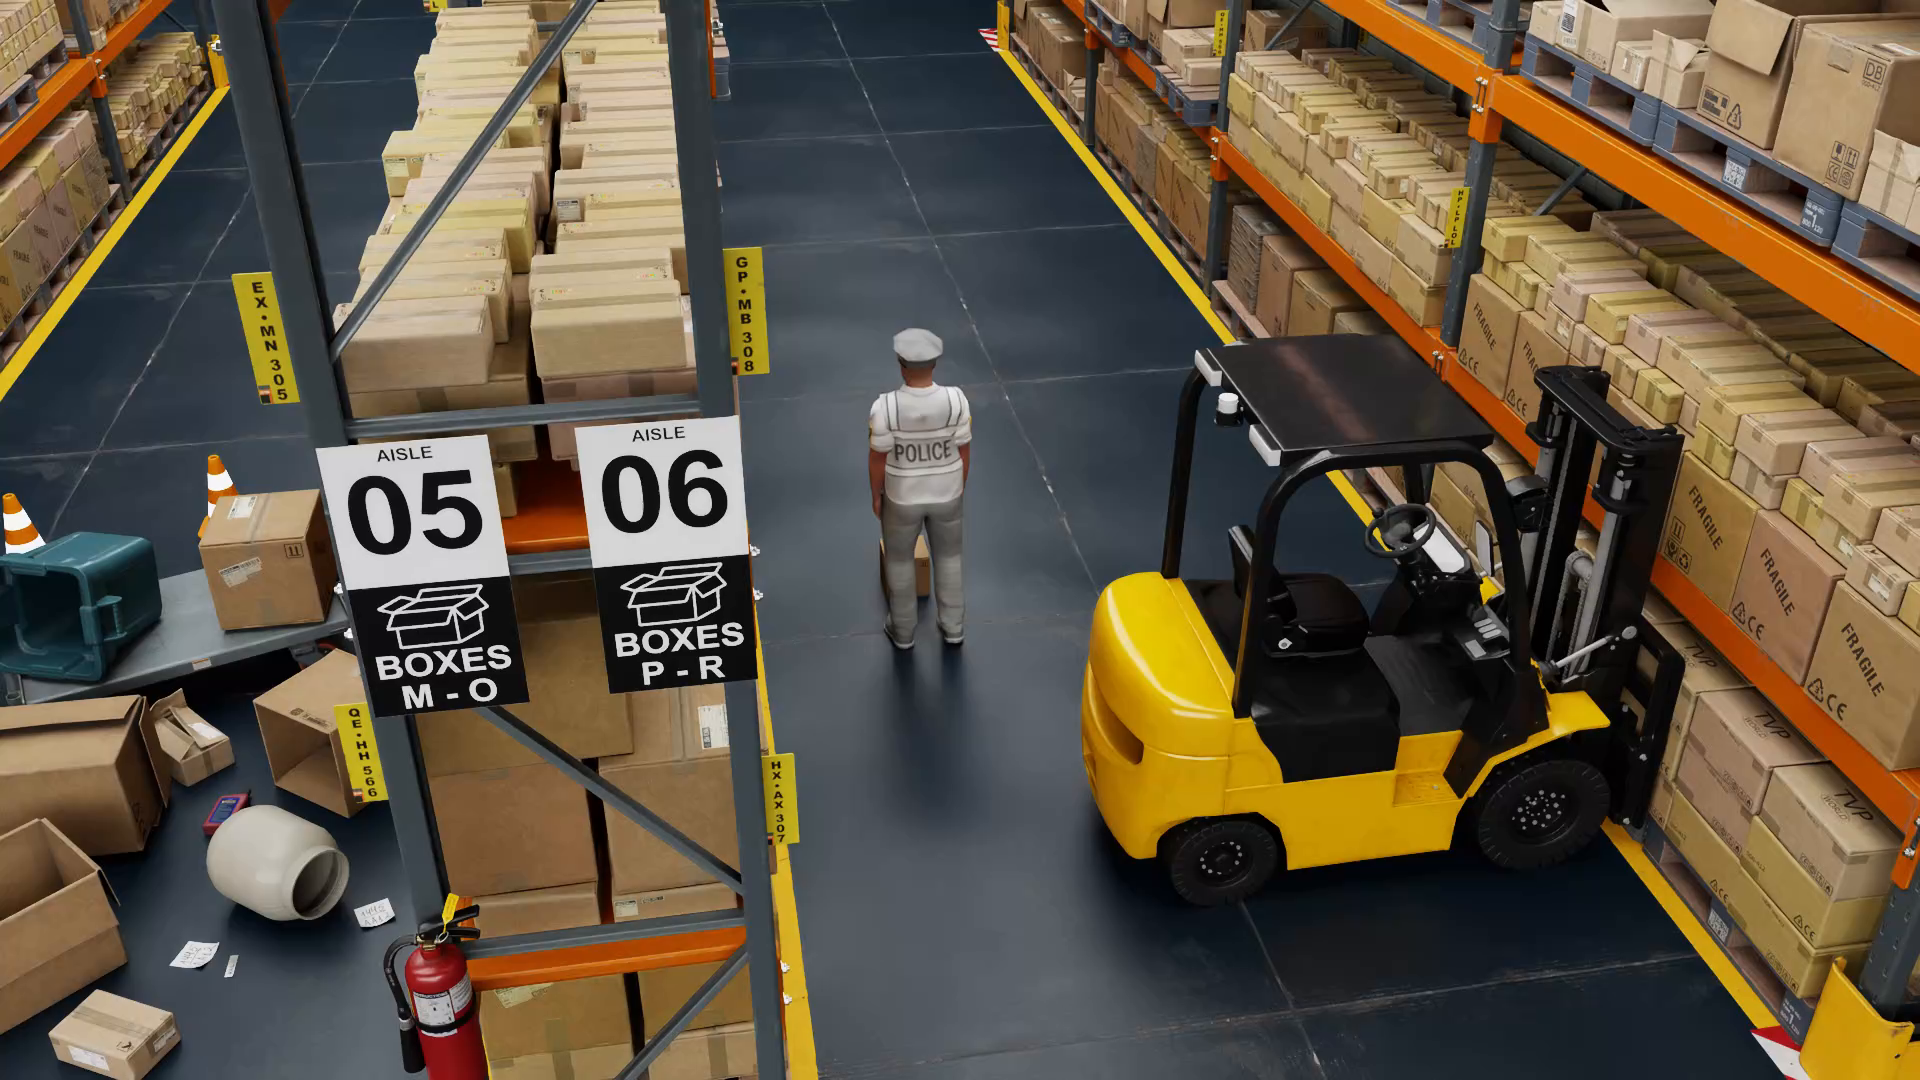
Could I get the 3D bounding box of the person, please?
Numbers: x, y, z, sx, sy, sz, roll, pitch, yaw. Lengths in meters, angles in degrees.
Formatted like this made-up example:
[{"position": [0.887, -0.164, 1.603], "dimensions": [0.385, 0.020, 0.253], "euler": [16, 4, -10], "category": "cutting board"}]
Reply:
[{"position": [-0.214, -0.245, 8.561], "dimensions": [0.526, 1.778, 0.393], "euler": [-6, 31, -11], "category": "person"}]
